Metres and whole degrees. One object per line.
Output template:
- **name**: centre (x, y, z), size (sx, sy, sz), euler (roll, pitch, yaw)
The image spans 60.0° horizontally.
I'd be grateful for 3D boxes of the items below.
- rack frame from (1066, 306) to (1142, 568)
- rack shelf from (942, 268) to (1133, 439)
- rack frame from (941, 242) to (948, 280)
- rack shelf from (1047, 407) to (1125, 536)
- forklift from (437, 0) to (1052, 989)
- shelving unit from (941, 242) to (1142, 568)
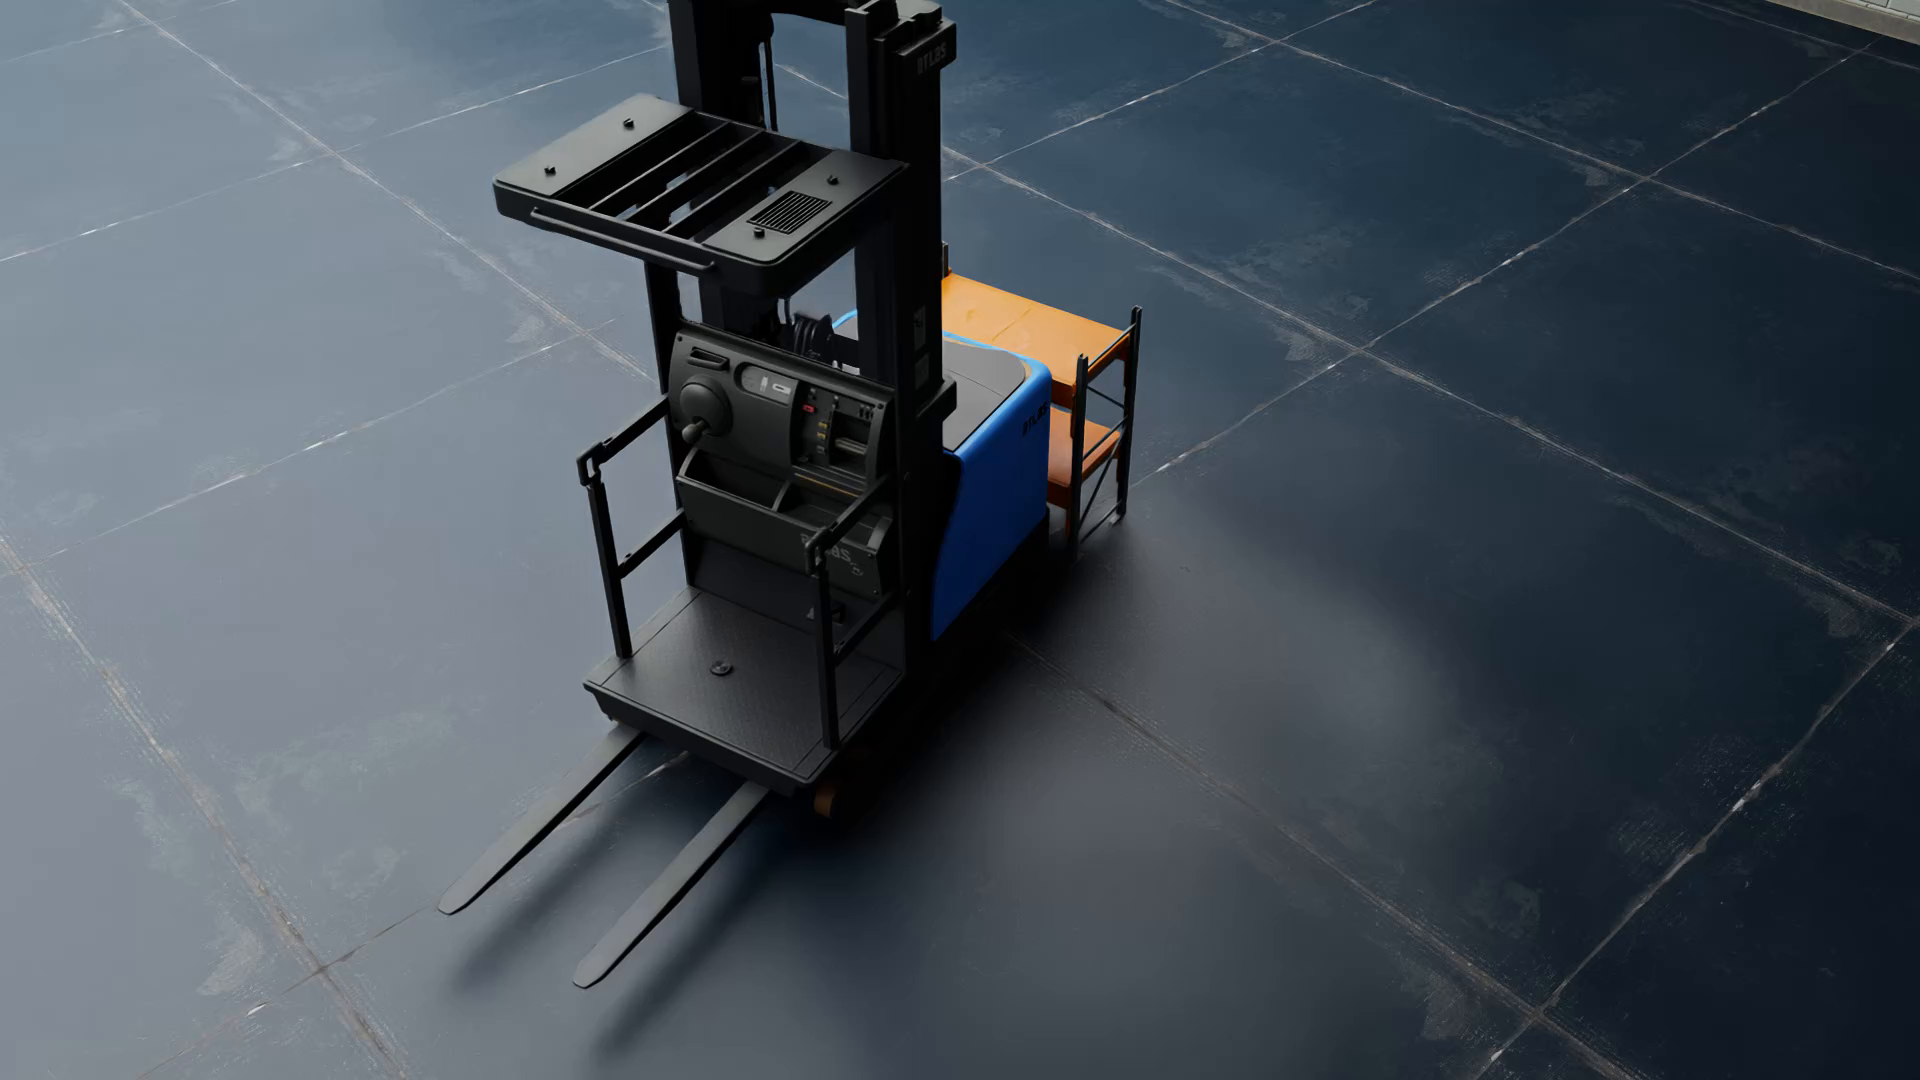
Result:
- **rack frame**: centre (0.638, -0.446, 7.407), size (0.032, 1.125, 0.500), euler (23, 44, 26)
- **rack shelf**: centre (0.216, -0.852, 7.443), size (1.000, 0.278, 0.538), euler (23, 44, 26)
- **rack frame**: centre (-0.206, -0.802, 7.848), size (0.032, 1.125, 0.500), euler (23, 44, 26)
- **rack shelf**: centre (0.216, -0.434, 7.781), size (1.000, 0.278, 0.538), euler (23, 44, 26)
- **forklift**: centre (-0.776, -0.397, 5.909), size (1.130, 2.935, 3.031), euler (20, 43, 23)
- **shelving unit**: centre (0.216, -0.624, 7.627), size (1.048, 1.125, 0.538), euler (23, 44, 26)
